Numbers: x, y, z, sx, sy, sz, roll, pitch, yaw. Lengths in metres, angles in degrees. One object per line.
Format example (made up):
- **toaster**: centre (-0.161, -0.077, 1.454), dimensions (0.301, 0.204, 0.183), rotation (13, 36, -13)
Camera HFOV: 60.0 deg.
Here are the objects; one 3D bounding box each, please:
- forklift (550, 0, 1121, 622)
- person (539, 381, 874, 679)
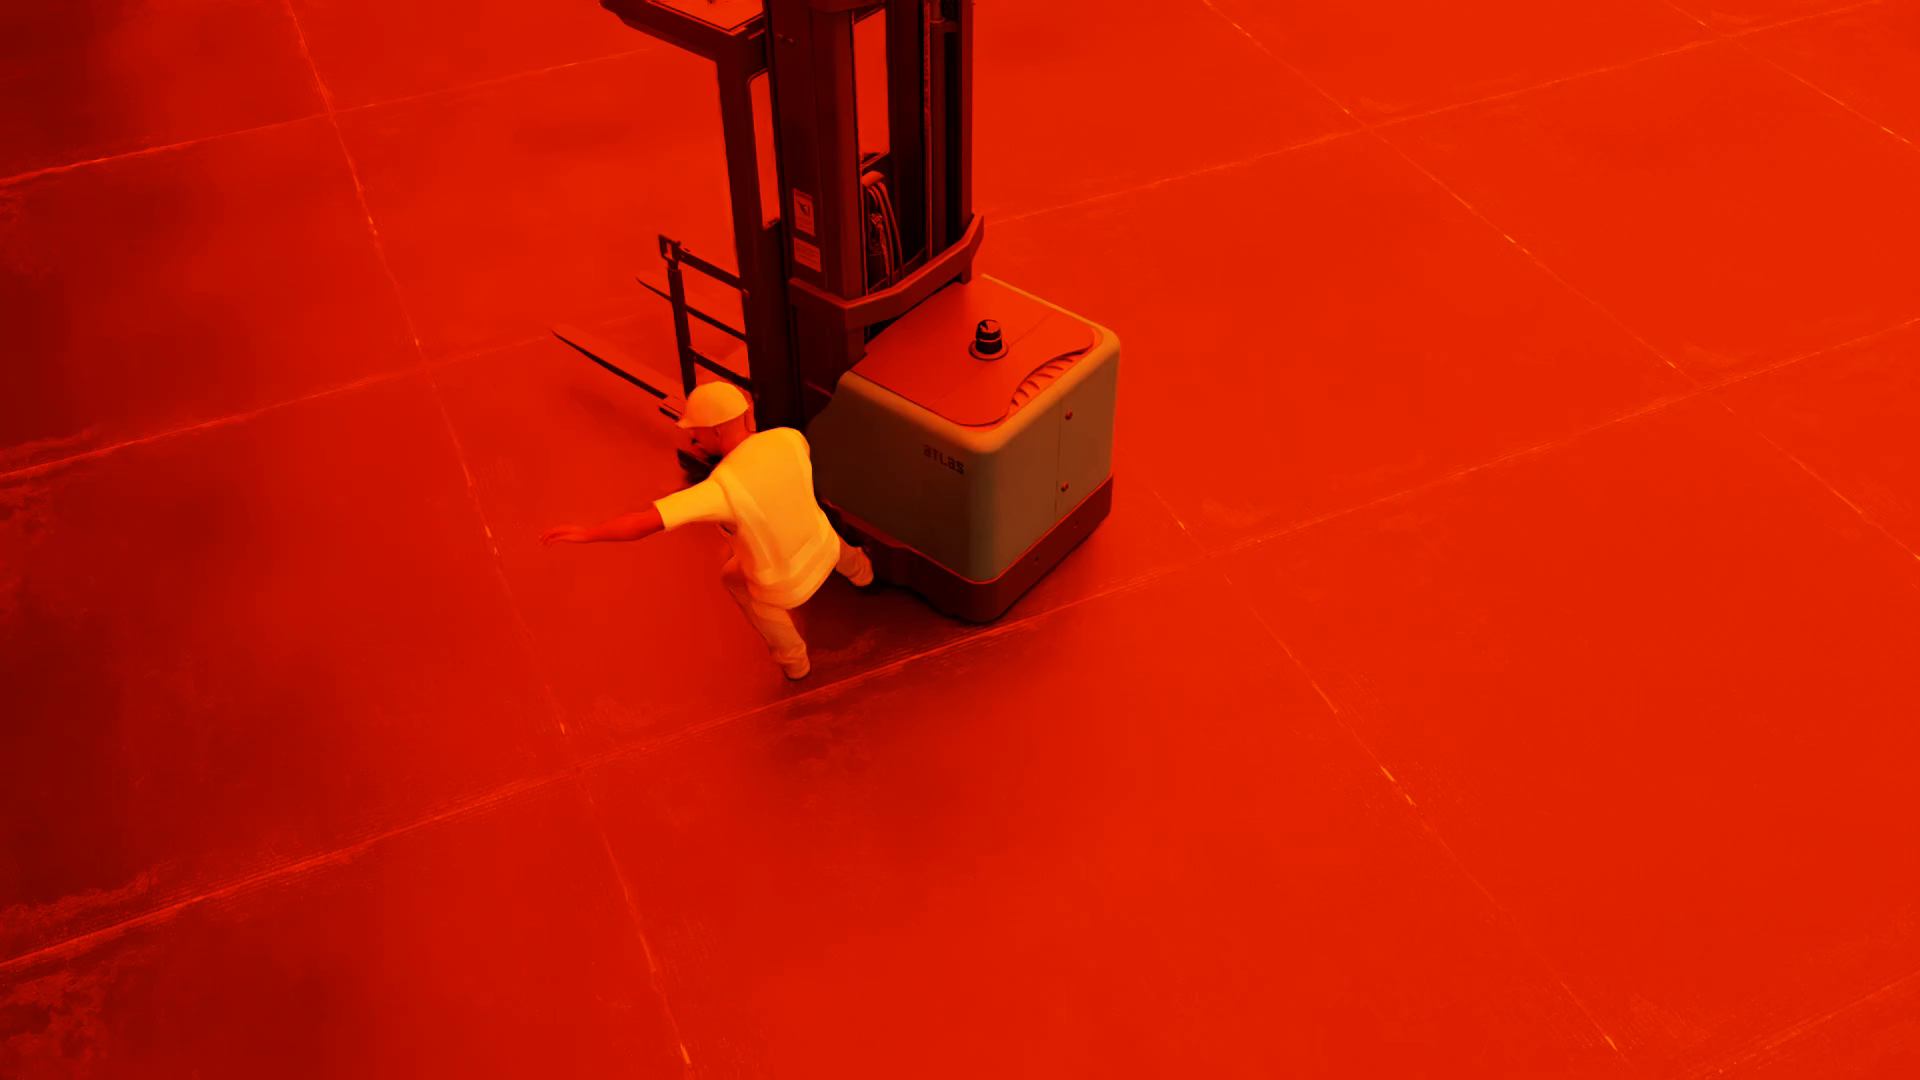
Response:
- **forklift**: centre (-0.752, -1.550, 7.341), dimensions (3.031, 2.935, 1.130), rotation (29, 50, 27)
- **person**: centre (-0.863, -0.053, 6.796), dimensions (0.798, 1.475, 1.574), rotation (27, 49, 26)
